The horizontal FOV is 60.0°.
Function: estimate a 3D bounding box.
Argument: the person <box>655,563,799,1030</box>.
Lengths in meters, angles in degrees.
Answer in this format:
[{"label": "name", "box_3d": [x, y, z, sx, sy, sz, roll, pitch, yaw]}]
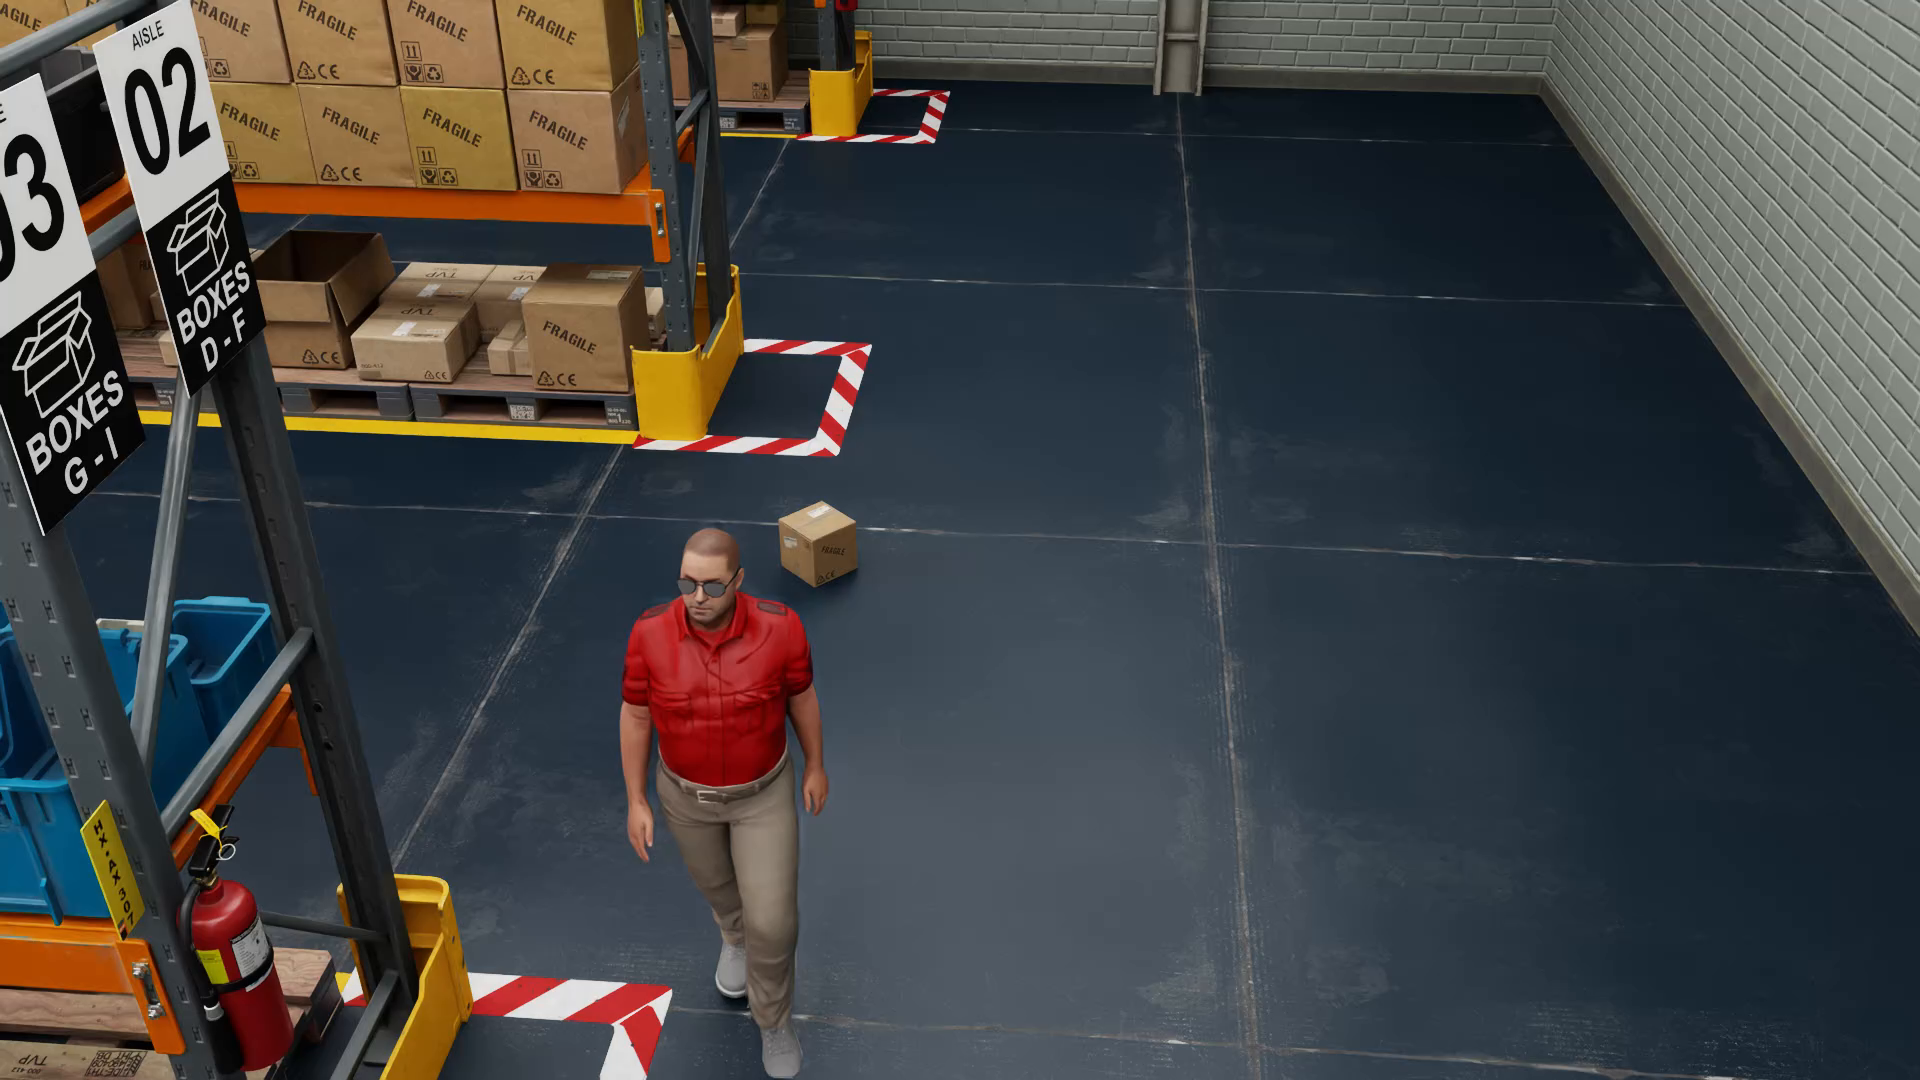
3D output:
[{"label": "person", "box_3d": [-0.686, 0.728, 4.928, 0.427, 1.542, 0.533, 1, 32, 2]}]
